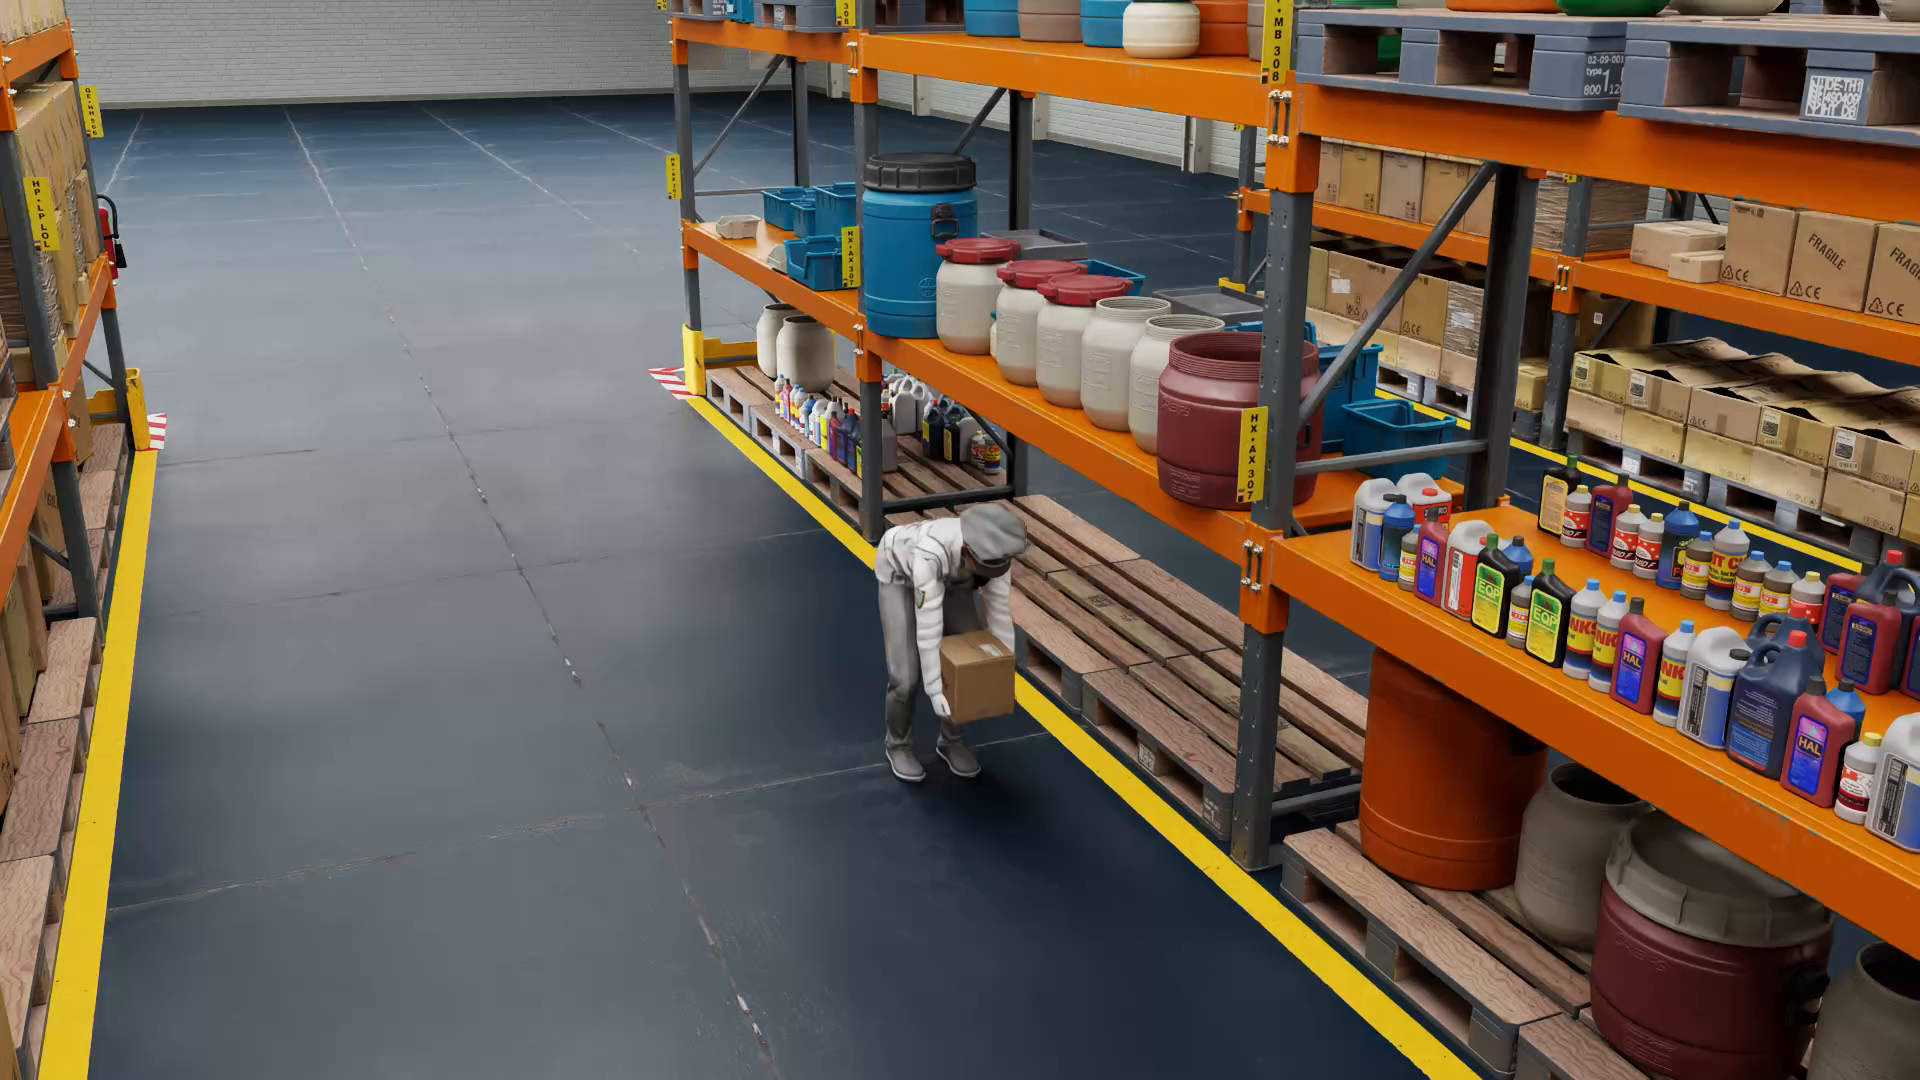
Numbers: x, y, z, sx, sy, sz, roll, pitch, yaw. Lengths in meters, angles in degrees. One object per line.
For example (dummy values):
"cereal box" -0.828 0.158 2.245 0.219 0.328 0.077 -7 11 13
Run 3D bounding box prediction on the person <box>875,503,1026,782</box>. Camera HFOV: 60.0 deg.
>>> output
"person" -0.033 0.394 6.536 0.423 1.266 0.889 -9 21 -24
